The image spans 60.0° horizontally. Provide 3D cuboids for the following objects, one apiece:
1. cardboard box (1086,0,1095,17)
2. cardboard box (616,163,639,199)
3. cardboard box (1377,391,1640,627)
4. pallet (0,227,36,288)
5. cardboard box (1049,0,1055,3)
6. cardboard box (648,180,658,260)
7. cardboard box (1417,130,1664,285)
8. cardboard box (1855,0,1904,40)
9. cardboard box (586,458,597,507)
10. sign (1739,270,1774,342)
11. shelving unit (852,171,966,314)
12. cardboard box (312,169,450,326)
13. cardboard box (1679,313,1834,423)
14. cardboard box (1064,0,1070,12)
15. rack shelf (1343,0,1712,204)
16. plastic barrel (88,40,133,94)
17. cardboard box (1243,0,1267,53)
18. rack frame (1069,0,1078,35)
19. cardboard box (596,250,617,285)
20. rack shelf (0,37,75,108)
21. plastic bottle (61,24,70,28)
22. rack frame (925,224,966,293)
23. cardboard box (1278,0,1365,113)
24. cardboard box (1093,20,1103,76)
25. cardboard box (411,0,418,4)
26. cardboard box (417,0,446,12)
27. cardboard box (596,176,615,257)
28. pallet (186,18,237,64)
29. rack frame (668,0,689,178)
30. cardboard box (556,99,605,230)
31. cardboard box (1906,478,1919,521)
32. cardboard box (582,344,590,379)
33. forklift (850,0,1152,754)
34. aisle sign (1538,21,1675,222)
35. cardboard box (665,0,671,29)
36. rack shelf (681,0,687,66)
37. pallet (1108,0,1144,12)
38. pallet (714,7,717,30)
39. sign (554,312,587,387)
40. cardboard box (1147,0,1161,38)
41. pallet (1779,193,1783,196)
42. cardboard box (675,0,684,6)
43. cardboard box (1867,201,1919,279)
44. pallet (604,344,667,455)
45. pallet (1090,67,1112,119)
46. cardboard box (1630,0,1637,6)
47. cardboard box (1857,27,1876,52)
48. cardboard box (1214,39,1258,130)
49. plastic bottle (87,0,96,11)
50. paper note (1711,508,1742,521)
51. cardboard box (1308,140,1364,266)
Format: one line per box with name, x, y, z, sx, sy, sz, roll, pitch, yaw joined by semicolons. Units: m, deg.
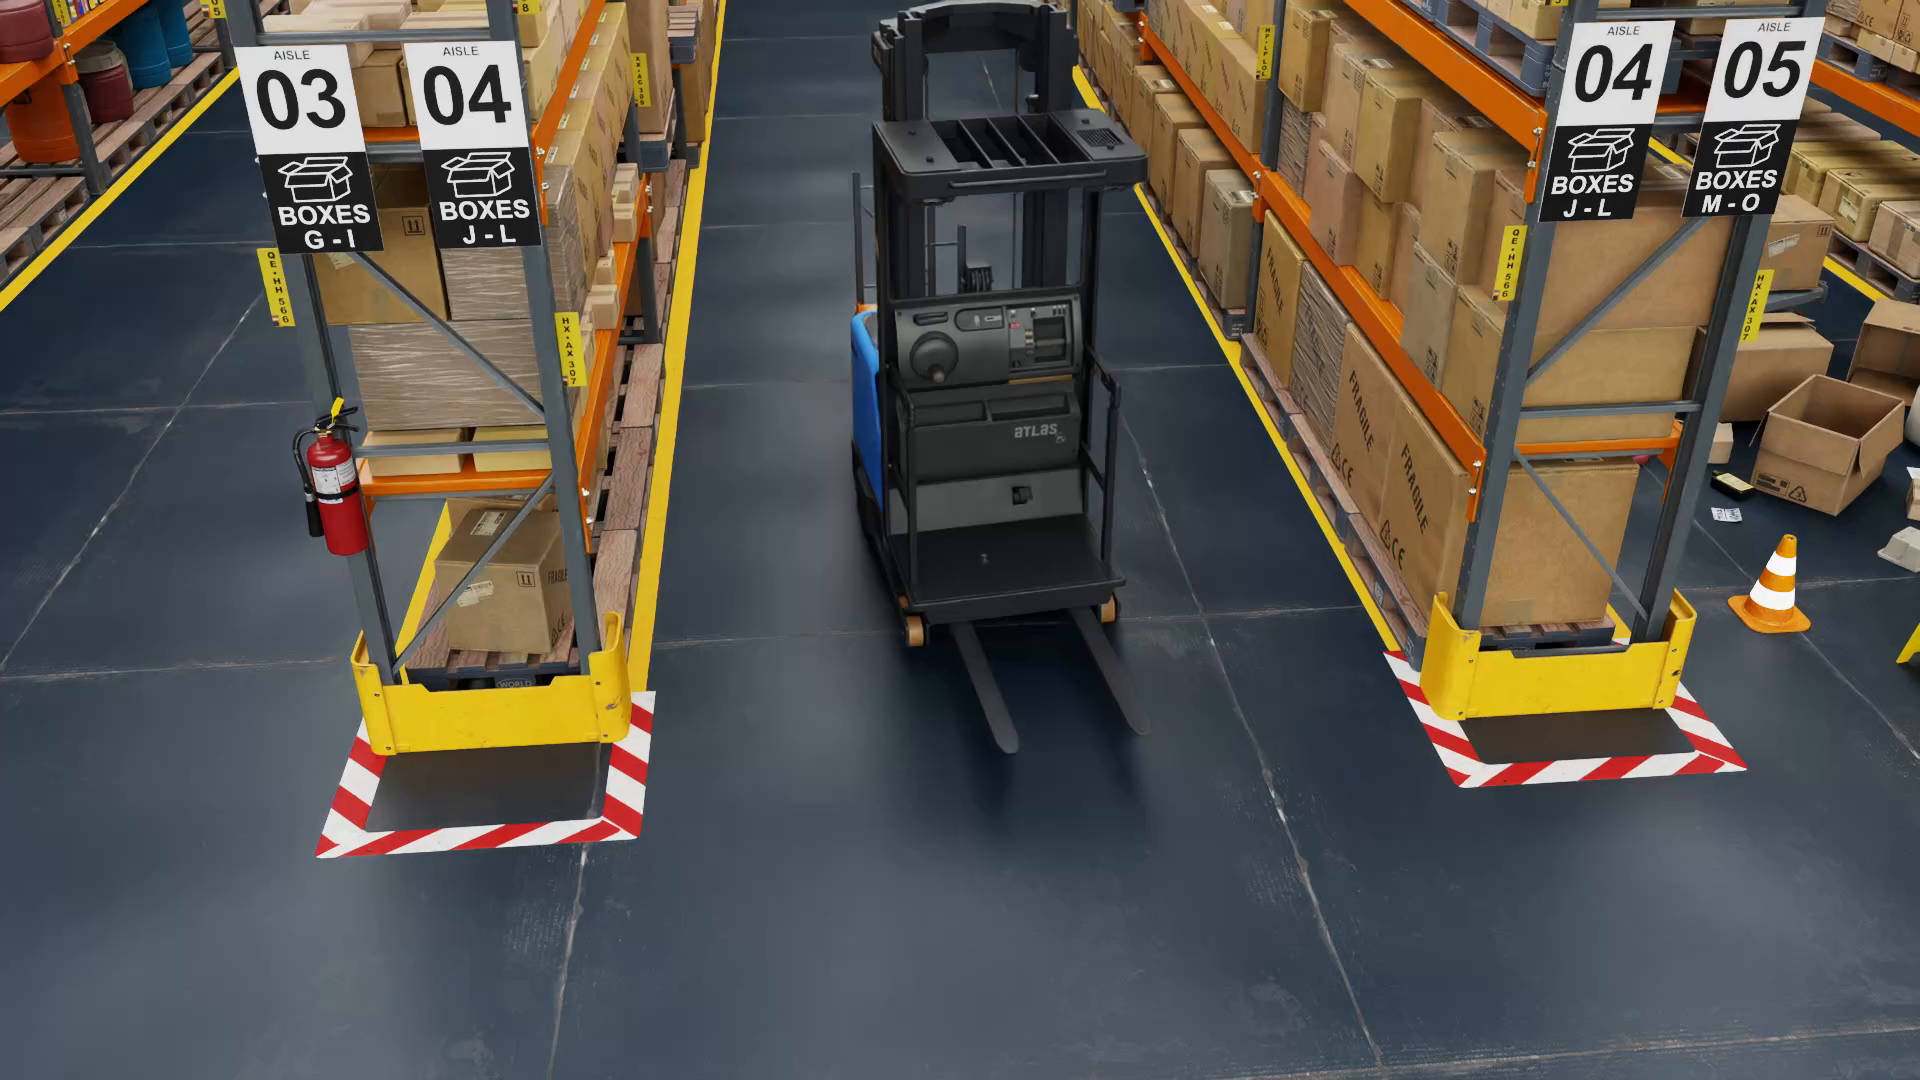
cardboard box;1.555;-5.457;16.758;0.500;0.250;0.500;-2;31;-3
cardboard box;-2.190;-2.216;10.280;0.380;0.149;0.250;-3;31;-5
cardboard box;2.689;-0.175;8.280;0.875;0.875;0.875;-3;31;-4
pallet;-7.664;-2.008;12.407;1.003;0.211;1.213;-3;31;-5
cardboard box;1.224;-6.359;19.341;0.380;0.149;0.250;-3;31;-5
cardboard box;-2.618;-2.380;12.318;0.700;0.500;0.500;-5;31;-9
cardboard box;2.679;-1.559;7.736;0.875;0.550;0.550;-3;31;-5
cardboard box;7.002;-3.987;12.203;0.500;0.500;0.500;-2;31;-3
cardboard box;-2.301;-0.428;9.070;0.500;0.500;0.500;0;31;0
sign;3.371;-0.993;7.065;0.100;0.325;0.005;-3;31;-5
shelving unit;-0.312;-1.352;10.051;0.587;1.500;1.083;-5;31;-9
cardboard box;-2.427;-1.246;7.049;0.500;0.500;0.500;-3;31;-5
cardboard box;4.957;-1.091;10.454;0.797;0.637;0.503;-3;31;-5
cardboard box;1.351;-5.920;18.316;0.380;0.149;0.250;-2;31;-4
rack shelf;2.631;-2.563;8.393;1.077;0.370;4.000;-3;31;-5
plastic barrel;-8.118;-4.446;15.785;0.421;0.512;0.421;0;31;0
cardboard box;2.342;-3.593;11.268;0.700;0.500;0.500;-3;31;-5
rack frame;1.697;-6.690;17.525;1.000;3.000;0.127;-3;31;-5
cardboard box;-2.065;-1.449;8.997;0.380;0.149;0.250;-3;31;-5
rack shelf;-7.621;-2.895;11.872;1.077;0.370;4.000;-3;31;-5
plastic bottle;-7.527;-4.408;13.825;0.152;0.276;0.135;-3;31;-5
rack frame;-0.218;-1.091;9.614;0.500;1.500;0.032;-5;31;-9
cardboard box;2.445;-2.944;10.054;0.875;0.550;0.550;-3;31;-5
cardboard box;1.616;-4.870;16.507;0.500;0.500;0.500;-2;31;-4
cardboard box;-2.454;-2.431;7.227;0.380;0.149;0.250;-2;31;-4
cardboard box;-1.999;-2.184;6.813;0.380;0.149;0.250;-3;31;-5
cardboard box;-2.364;-1.850;9.035;0.875;0.500;0.500;-3;31;-5
pallet;-8.289;-5.443;18.157;1.003;0.211;1.213;-3;31;-5
rack frame;-2.877;-4.462;13.795;1.000;3.000;0.127;-3;31;-5
cardboard box;-1.997;-1.782;7.945;0.500;0.500;0.500;-3;31;-5
cardboard box;5.604;-0.200;9.440;0.380;0.149;0.250;13;33;21
cardboard box;-1.975;-0.810;7.926;0.380;0.149;0.250;-3;31;-5
forklift;0.192;-0.931;7.950;1.130;2.935;3.031;-7;31;-11
aisle sign;2.526;-1.629;6.517;0.394;0.787;0.004;-3;31;-5
cardboard box;-2.635;-4.131;12.734;0.700;0.500;0.500;2;31;3
rack shelf;-3.064;-5.174;15.689;1.077;0.370;4.000;-3;31;-5
pallet;1.898;-4.924;14.756;1.213;0.211;1.003;-3;31;-5
pallet;-3.244;-5.699;18.585;1.003;0.211;1.213;-3;31;-5
sign;-1.589;-0.775;6.778;0.100;0.325;0.005;-3;31;-5
cardboard box;1.844;-4.449;13.675;0.500;0.500;0.500;-2;31;-4
pallet;7.172;-2.719;13.596;1.003;0.211;1.213;-3;31;-5
cardboard box;-2.651;-4.766;14.206;0.500;0.500;0.500;-2;31;-3
cardboard box;7.312;-2.214;12.185;0.950;0.372;0.625;-2;31;-4
pallet;-2.405;-0.881;10.519;1.003;0.211;1.213;-3;31;-5
pallet;1.888;-4.471;16.530;1.003;0.211;1.213;-3;31;-5
cardboard box;3.058;-2.415;7.181;0.380;0.149;0.250;-3;31;-4
cardboard box;6.960;-3.738;12.418;0.380;0.149;0.250;-3;31;-5
cardboard box;2.083;-3.160;11.518;0.500;0.500;0.500;-3;31;-5
plastic bottle;-7.537;-4.718;14.337;0.061;0.283;0.133;-3;31;-5
paper note;4.366;-0.149;9.471;0.144;0.017;0.142;8;32;13
cardboard box;2.498;-1.921;9.395;0.875;0.550;0.550;-3;31;-5
